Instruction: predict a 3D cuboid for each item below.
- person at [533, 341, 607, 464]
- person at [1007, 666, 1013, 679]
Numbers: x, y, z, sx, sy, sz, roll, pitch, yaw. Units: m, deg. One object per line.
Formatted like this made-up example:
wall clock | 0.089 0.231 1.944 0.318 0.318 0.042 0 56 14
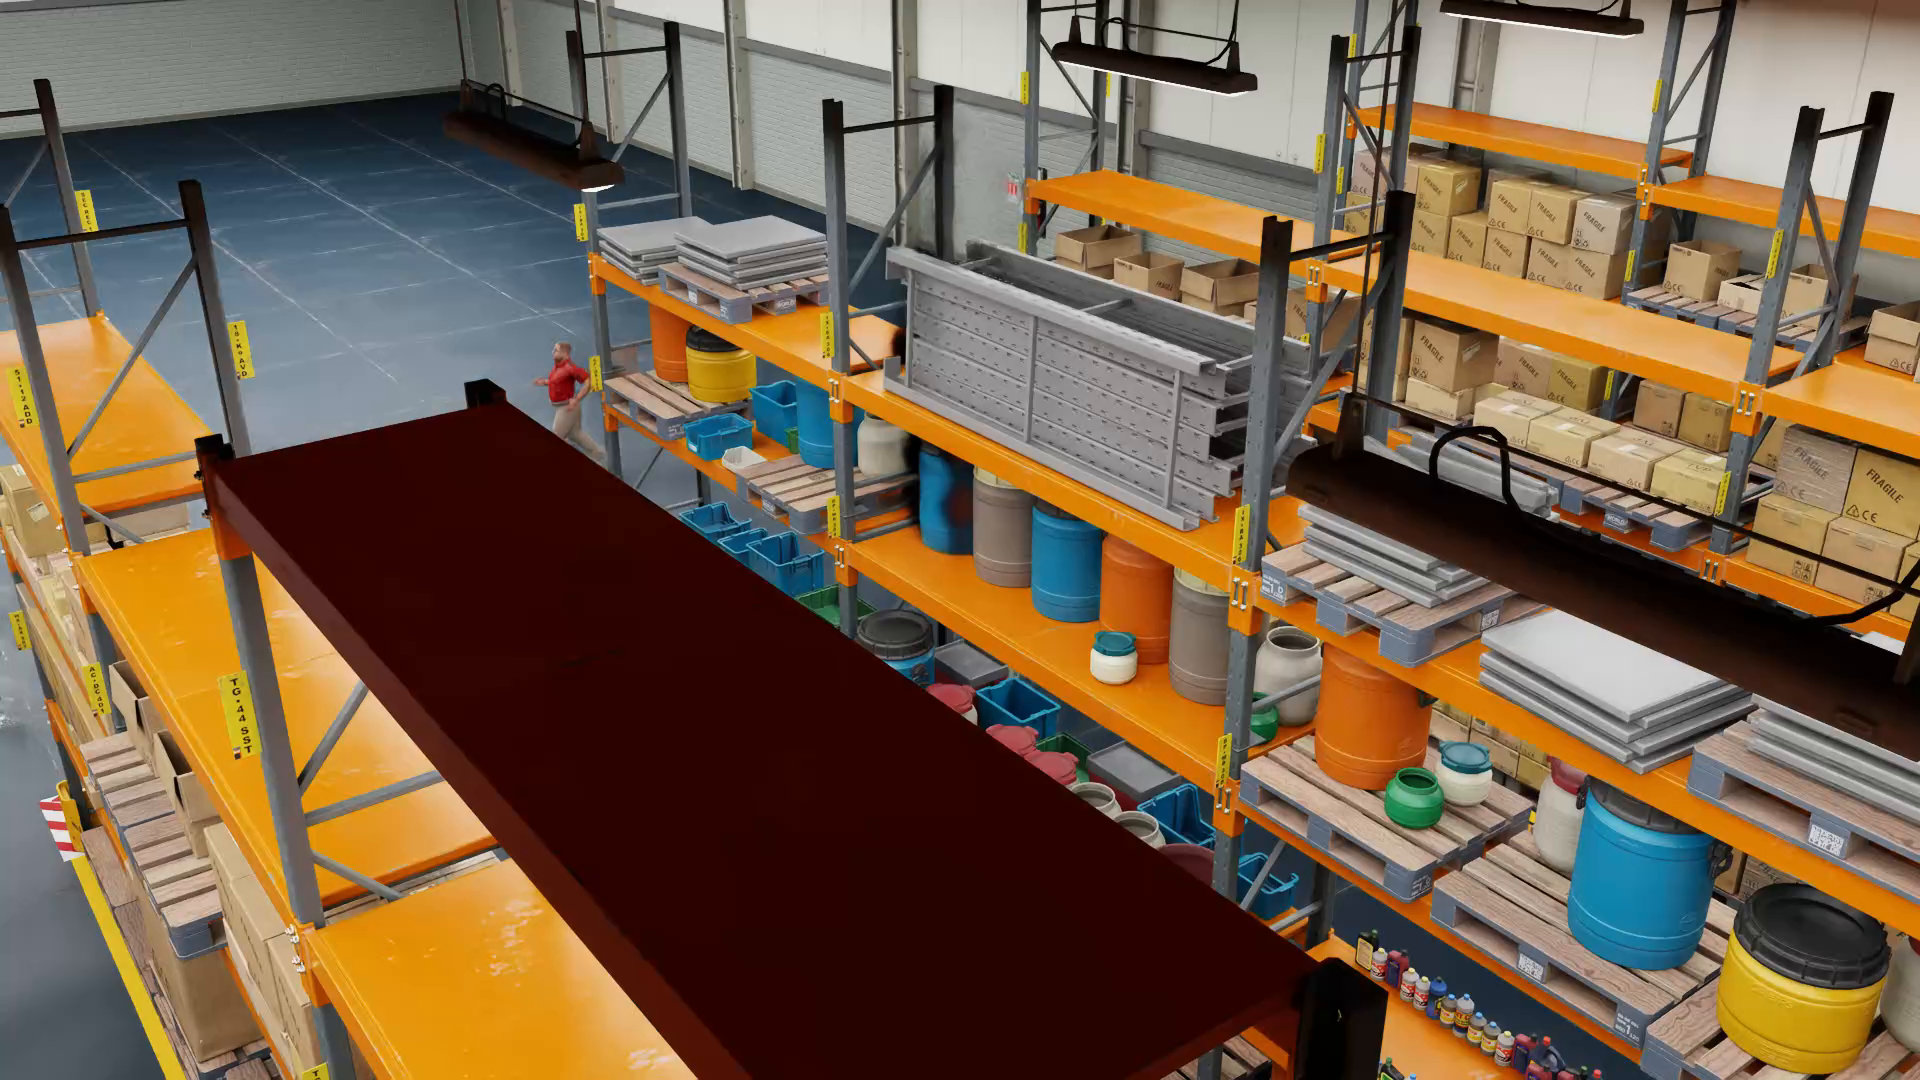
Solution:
person | -4.784 -1.576 20.319 0.850 1.775 0.648 -9 26 -19
person | 0.297 1.061 14.643 0.552 1.693 0.910 -18 30 -34
